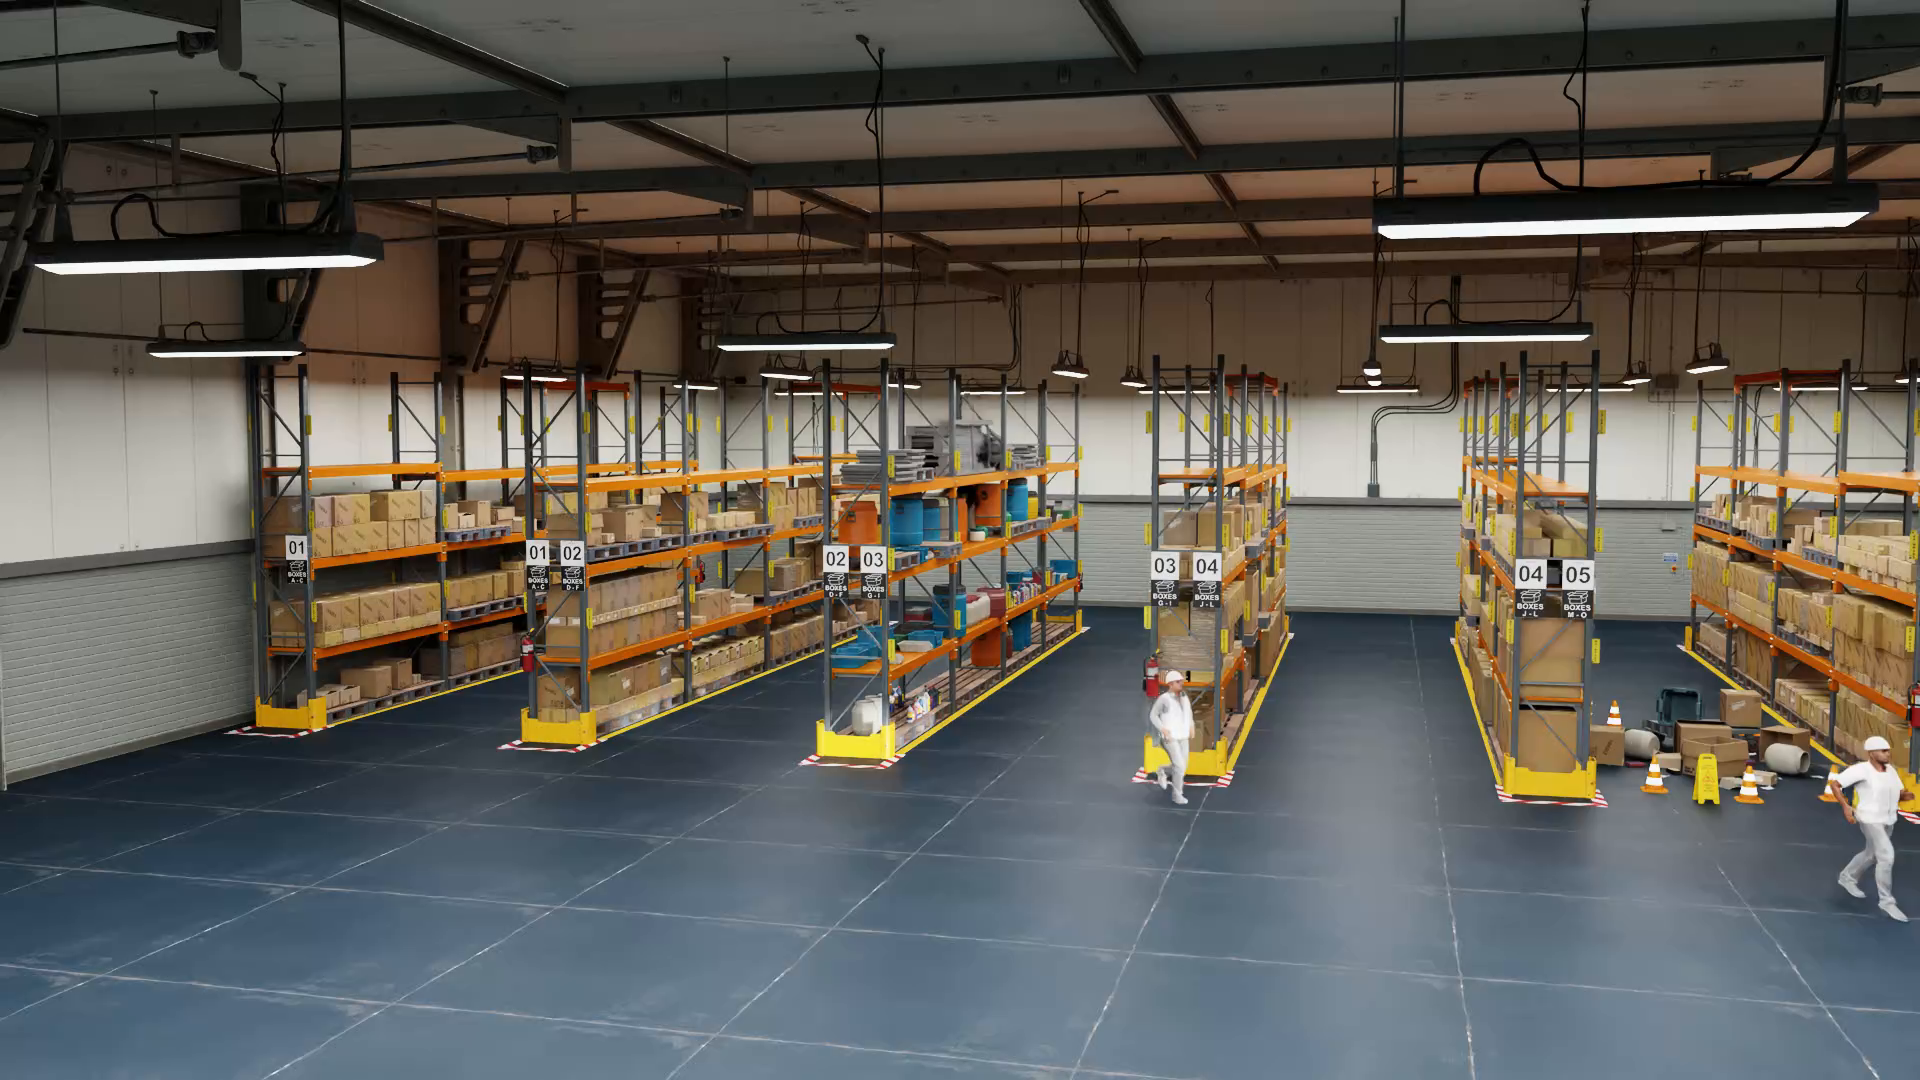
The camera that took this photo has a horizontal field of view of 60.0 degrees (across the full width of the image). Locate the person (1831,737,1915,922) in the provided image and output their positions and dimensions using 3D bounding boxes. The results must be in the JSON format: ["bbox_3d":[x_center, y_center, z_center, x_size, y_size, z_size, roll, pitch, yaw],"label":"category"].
[{"bbox_3d":[9.437,2.920,17.138,0.686,1.802,0.876,-2,4,-26],"label":"person"}]

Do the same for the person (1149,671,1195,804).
[{"bbox_3d":[2.826,2.604,22.195,0.691,1.733,0.733,-3,5,-36],"label":"person"}]
